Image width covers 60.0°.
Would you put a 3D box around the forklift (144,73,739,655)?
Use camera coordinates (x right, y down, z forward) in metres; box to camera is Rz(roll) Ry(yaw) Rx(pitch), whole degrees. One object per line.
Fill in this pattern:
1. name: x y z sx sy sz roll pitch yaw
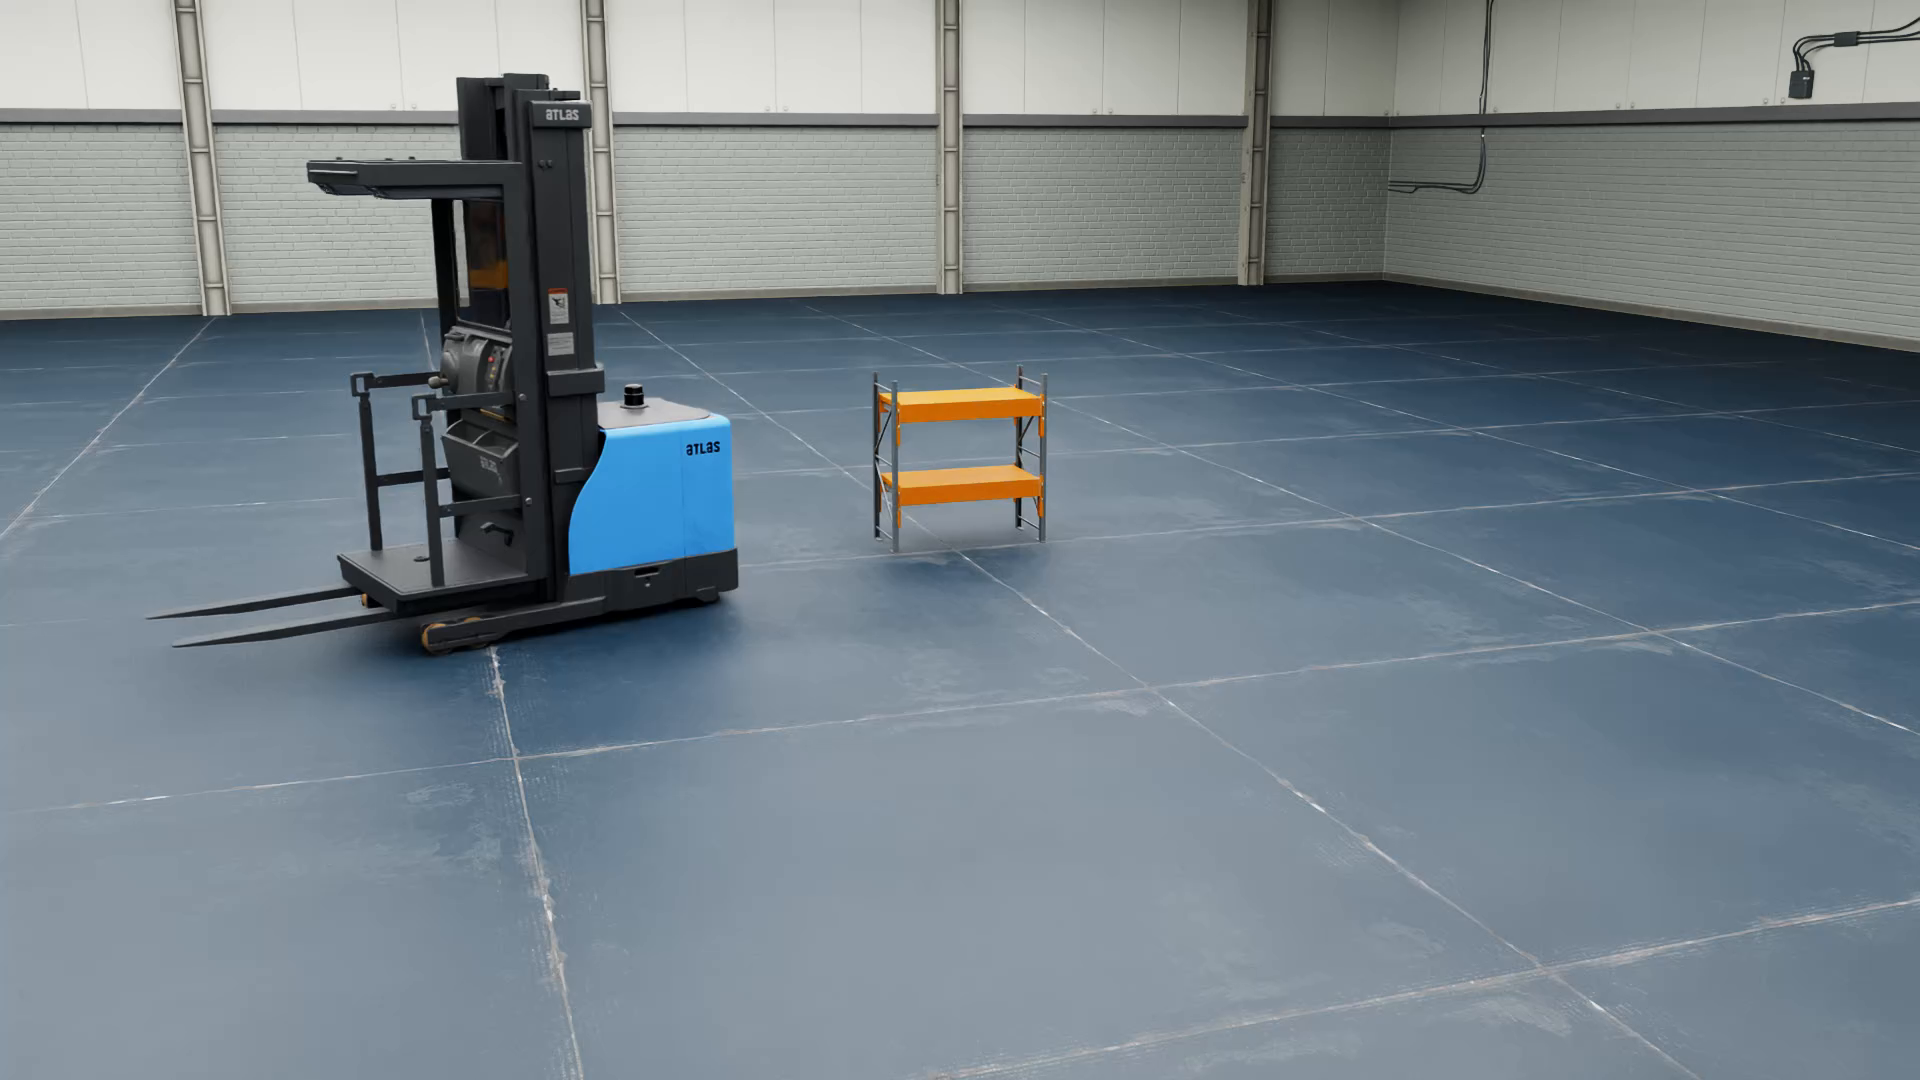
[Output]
1. forklift: -2.777 -0.966 8.871 3.031 2.935 1.130 -10 16 -35

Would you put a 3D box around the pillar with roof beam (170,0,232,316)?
1. pillar with roof beam: -10.190 -6.945 20.893 0.400 9.000 9.100 -4 14 -18

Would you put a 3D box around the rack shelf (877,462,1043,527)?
1. rack shelf: -0.006 -0.309 11.067 1.000 0.278 0.538 -4 14 -18

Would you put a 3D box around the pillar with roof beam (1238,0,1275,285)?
1. pillar with roof beam: 6.870 -8.273 26.478 0.400 9.000 9.100 -4 14 -18

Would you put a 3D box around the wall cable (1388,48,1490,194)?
1. wall cable: 8.711 -7.634 30.502 0.112 2.526 3.097 -4 14 -18

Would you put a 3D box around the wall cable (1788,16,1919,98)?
1. wall cable: 11.724 -8.716 20.991 0.169 6.003 2.305 -4 14 -18

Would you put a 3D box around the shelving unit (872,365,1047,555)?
1. shelving unit: -0.006 -0.547 11.011 1.048 1.125 0.538 -4 14 -18

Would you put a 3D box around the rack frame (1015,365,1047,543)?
1. rack frame: 0.475 -0.584 11.168 0.032 1.125 0.500 -4 14 -18

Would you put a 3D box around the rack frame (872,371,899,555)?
1. rack frame: -0.488 -0.509 10.853 0.032 1.125 0.500 -4 14 -18

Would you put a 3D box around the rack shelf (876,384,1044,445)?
1. rack shelf: -0.006 -0.831 10.943 1.000 0.278 0.538 -4 14 -18

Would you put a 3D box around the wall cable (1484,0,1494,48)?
1. wall cable: 9.574 -9.498 27.423 0.112 2.526 3.097 -4 14 -18

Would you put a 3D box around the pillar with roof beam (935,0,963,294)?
1. pillar with roof beam: 1.183 -7.830 24.617 0.400 9.000 9.100 -4 14 -18

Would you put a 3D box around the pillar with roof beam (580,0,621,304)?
1. pillar with roof beam: -4.503 -7.388 22.755 0.400 9.000 9.100 -4 14 -18
